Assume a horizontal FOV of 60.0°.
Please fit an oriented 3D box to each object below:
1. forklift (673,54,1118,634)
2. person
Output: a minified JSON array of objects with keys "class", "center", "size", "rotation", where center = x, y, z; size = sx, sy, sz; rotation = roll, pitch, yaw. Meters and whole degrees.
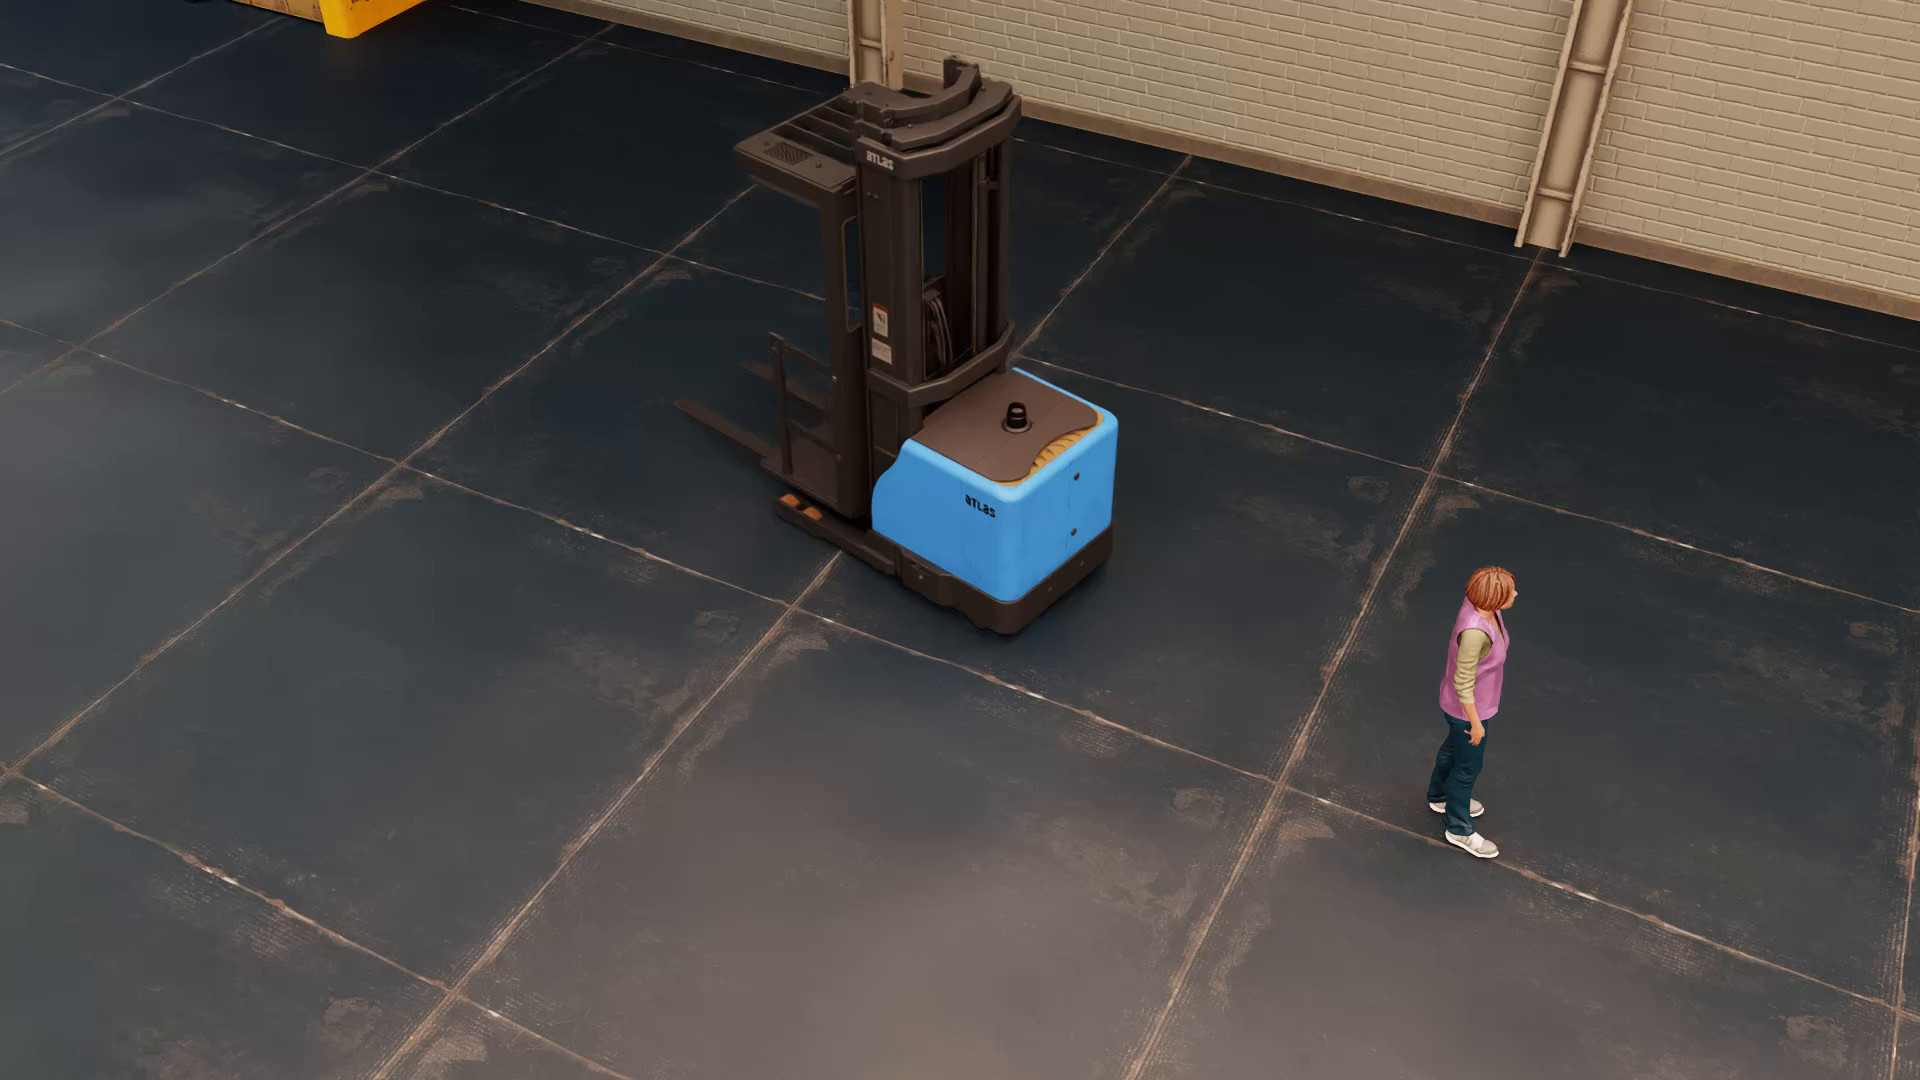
[{"class":"forklift","center":[-0.532,-1.388,9.635],"size":[3.031,2.935,1.130],"rotation":[29,48,30]},{"class":"person","center":[2.550,0.799,8.062],"size":[0.472,1.599,0.520],"rotation":[13,42,15]}]
